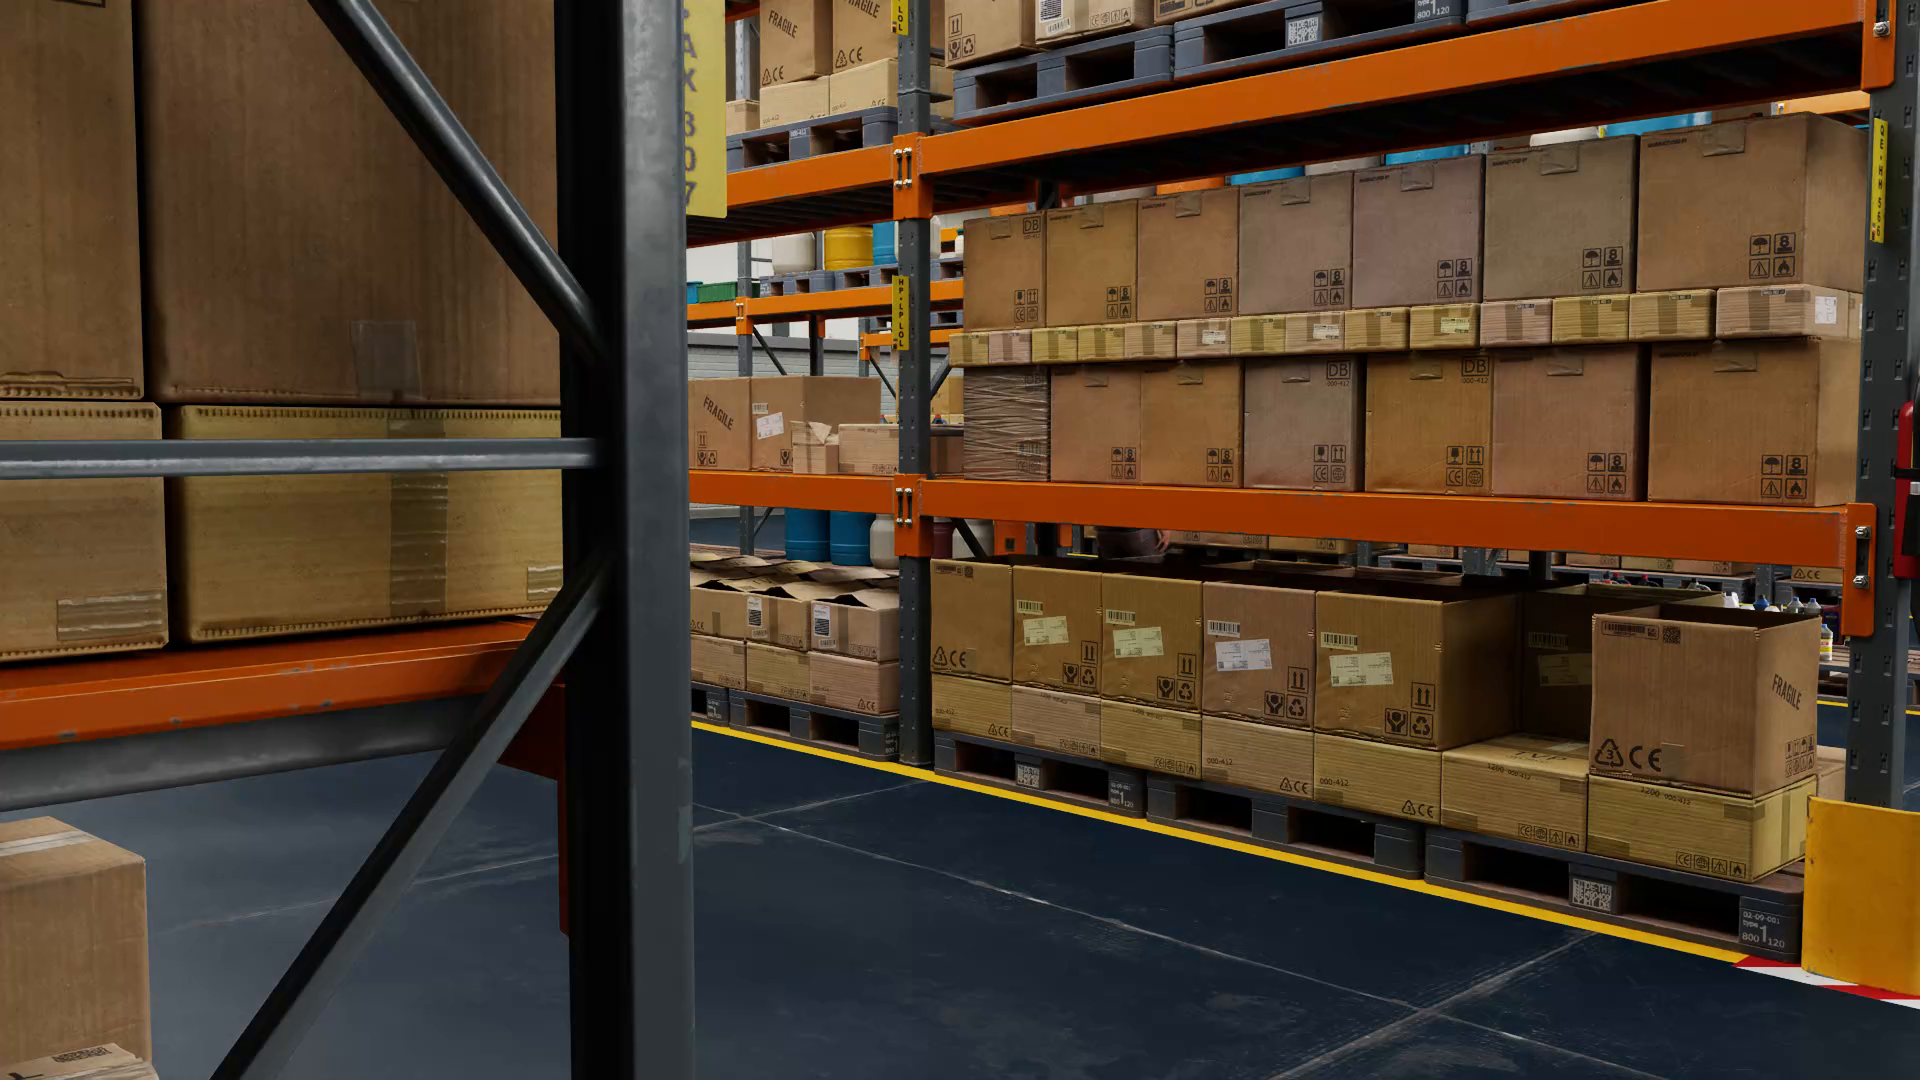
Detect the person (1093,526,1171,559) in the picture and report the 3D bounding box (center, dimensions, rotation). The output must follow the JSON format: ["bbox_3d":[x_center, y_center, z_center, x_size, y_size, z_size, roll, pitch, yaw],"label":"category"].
[{"bbox_3d":[1.097,-0.059,10.838,0.593,1.720,0.426,4,5,42],"label":"person"}]
